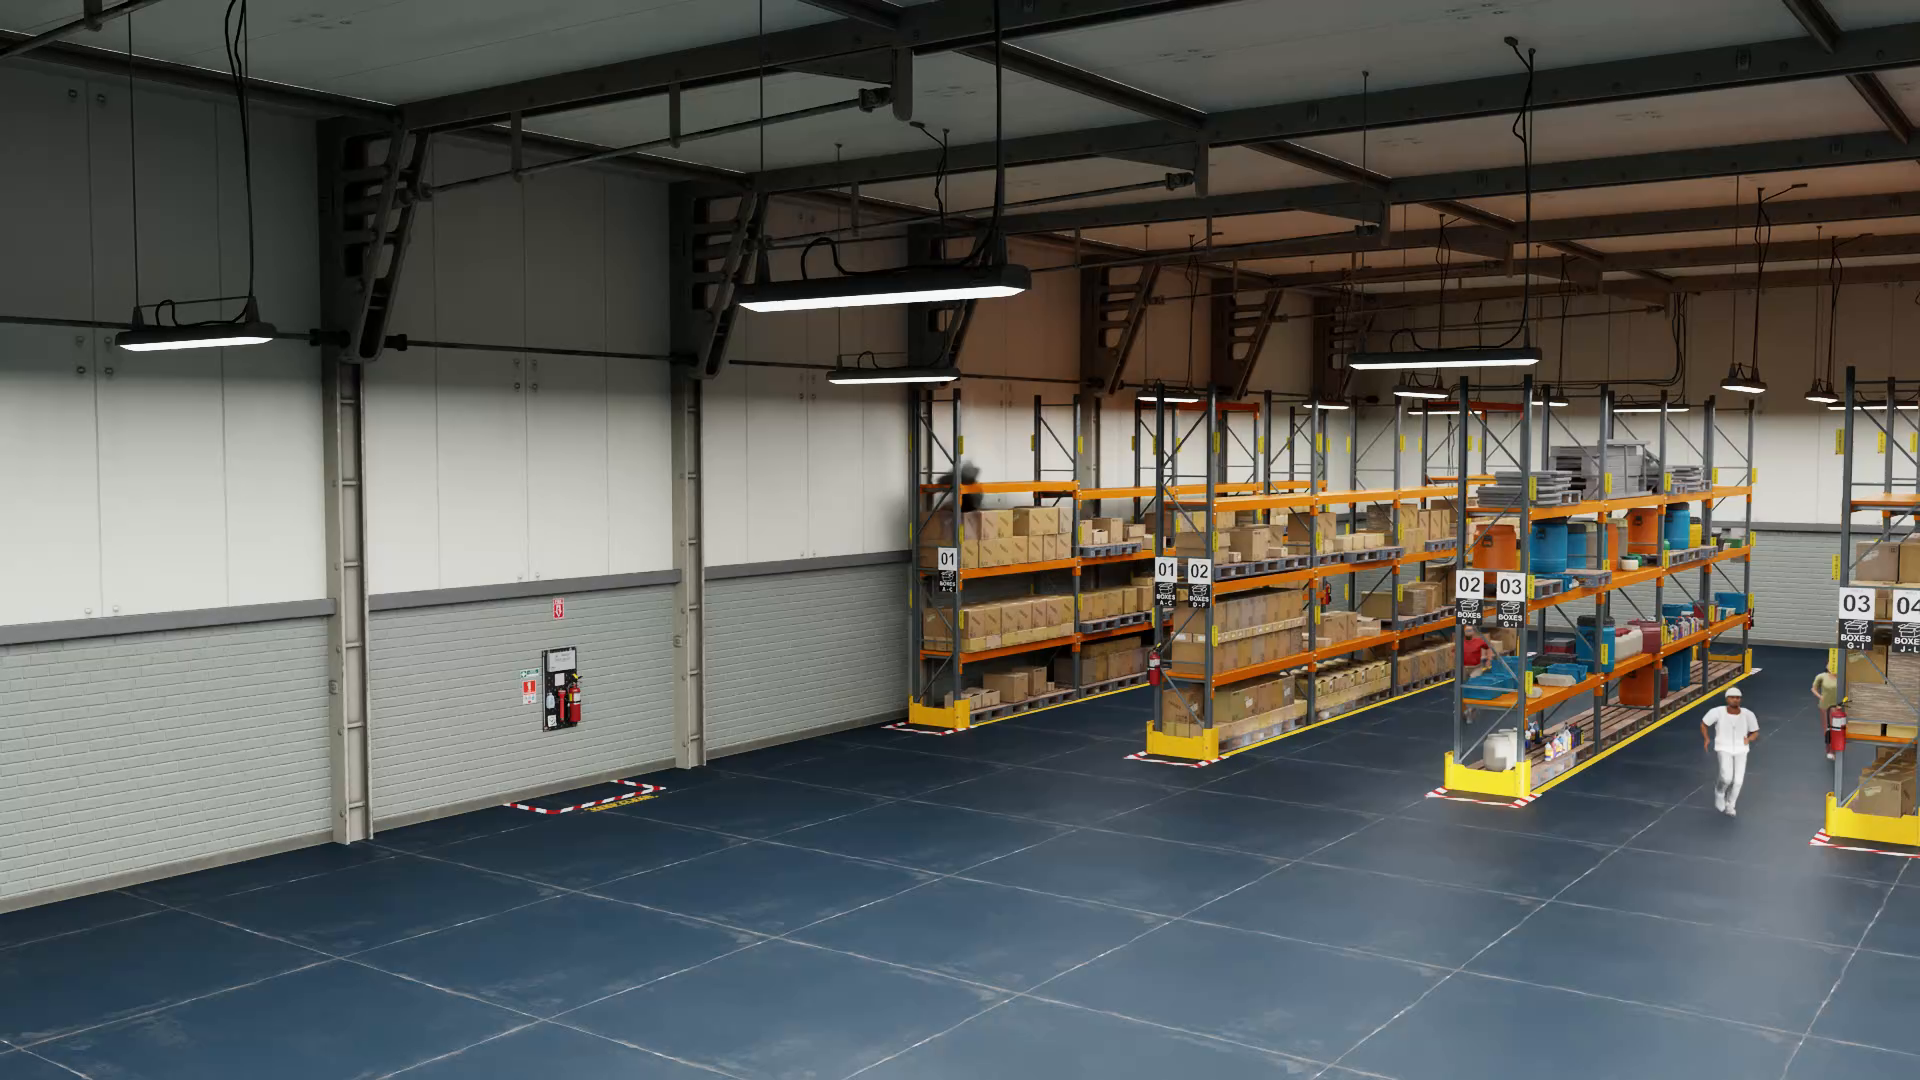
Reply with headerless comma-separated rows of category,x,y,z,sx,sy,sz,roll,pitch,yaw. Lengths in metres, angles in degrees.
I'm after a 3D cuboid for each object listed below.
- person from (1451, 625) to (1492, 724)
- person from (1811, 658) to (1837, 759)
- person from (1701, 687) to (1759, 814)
person,9.297,2.429,30.238,0.671,1.793,0.926,2,4,31
person,13.801,2.675,26.345,0.580,1.640,0.593,2,4,29
person,10.393,2.851,22.399,0.690,1.729,0.614,1,3,13
